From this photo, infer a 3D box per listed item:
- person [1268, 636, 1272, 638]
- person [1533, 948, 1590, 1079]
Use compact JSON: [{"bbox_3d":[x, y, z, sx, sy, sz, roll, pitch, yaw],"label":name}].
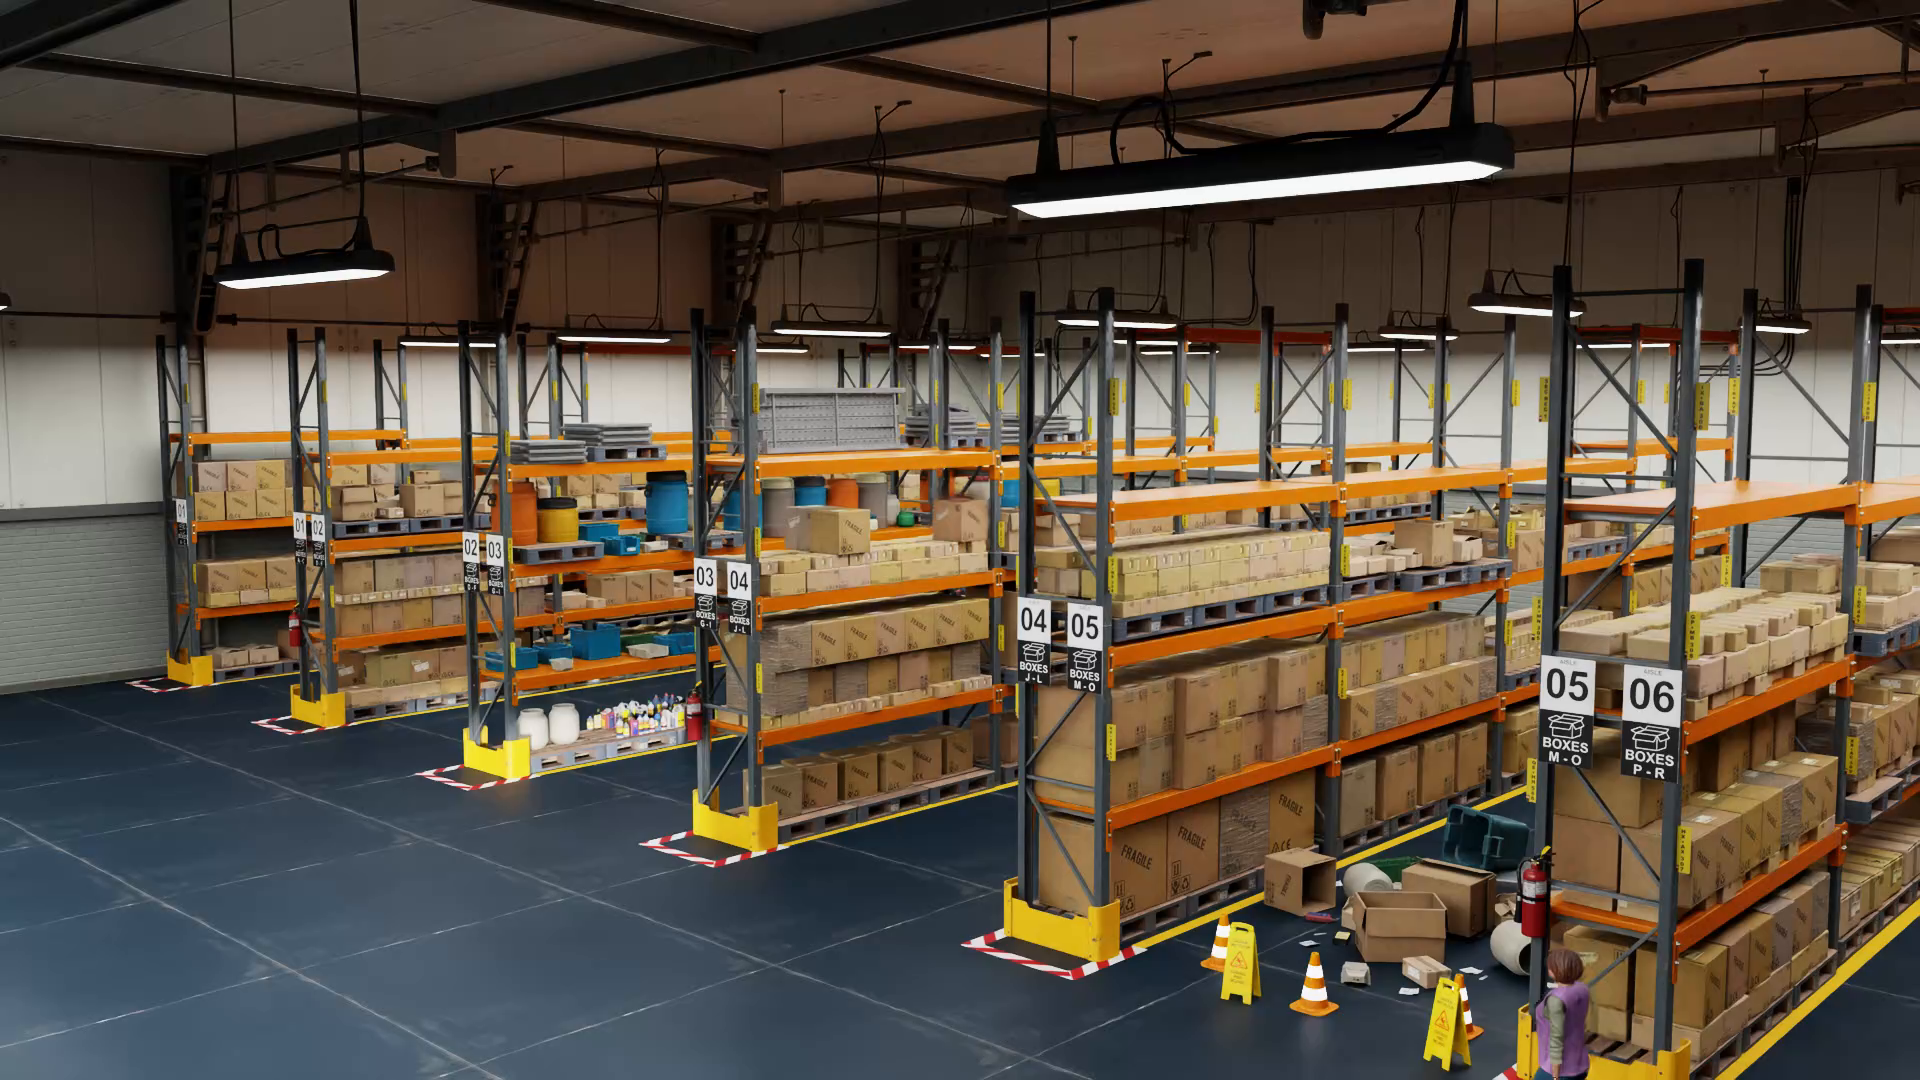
[{"bbox_3d":[4.481,2.133,23.855,0.421,1.563,0.768,5,7,41],"label":"person"},{"bbox_3d":[3.899,3.378,10.617,0.847,1.559,0.415,5,7,44],"label":"person"}]
